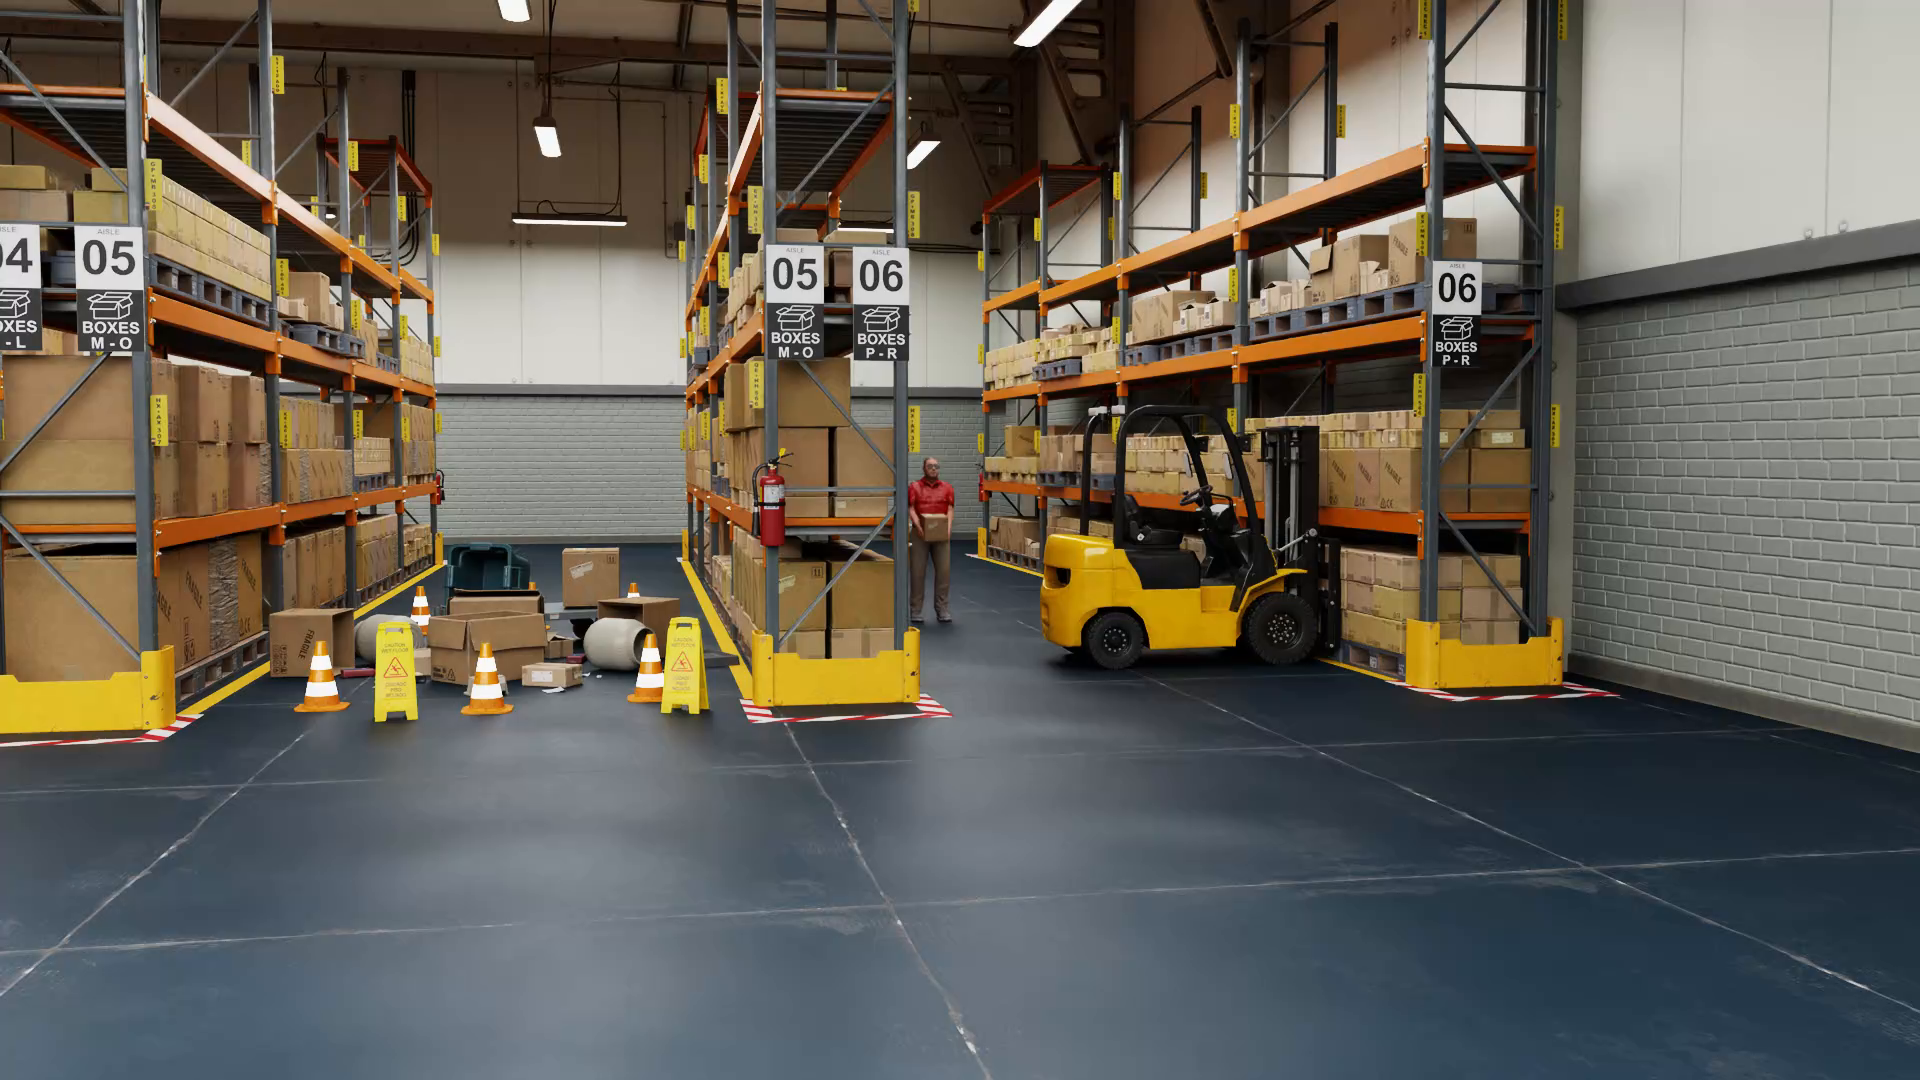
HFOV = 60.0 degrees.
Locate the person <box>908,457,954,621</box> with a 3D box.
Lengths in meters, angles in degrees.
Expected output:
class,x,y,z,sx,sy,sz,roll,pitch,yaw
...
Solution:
class,x,y,z,sx,sy,sz,roll,pitch,yaw
person,-0.290,-0.011,17.459,0.514,1.725,0.530,-1,3,-12
